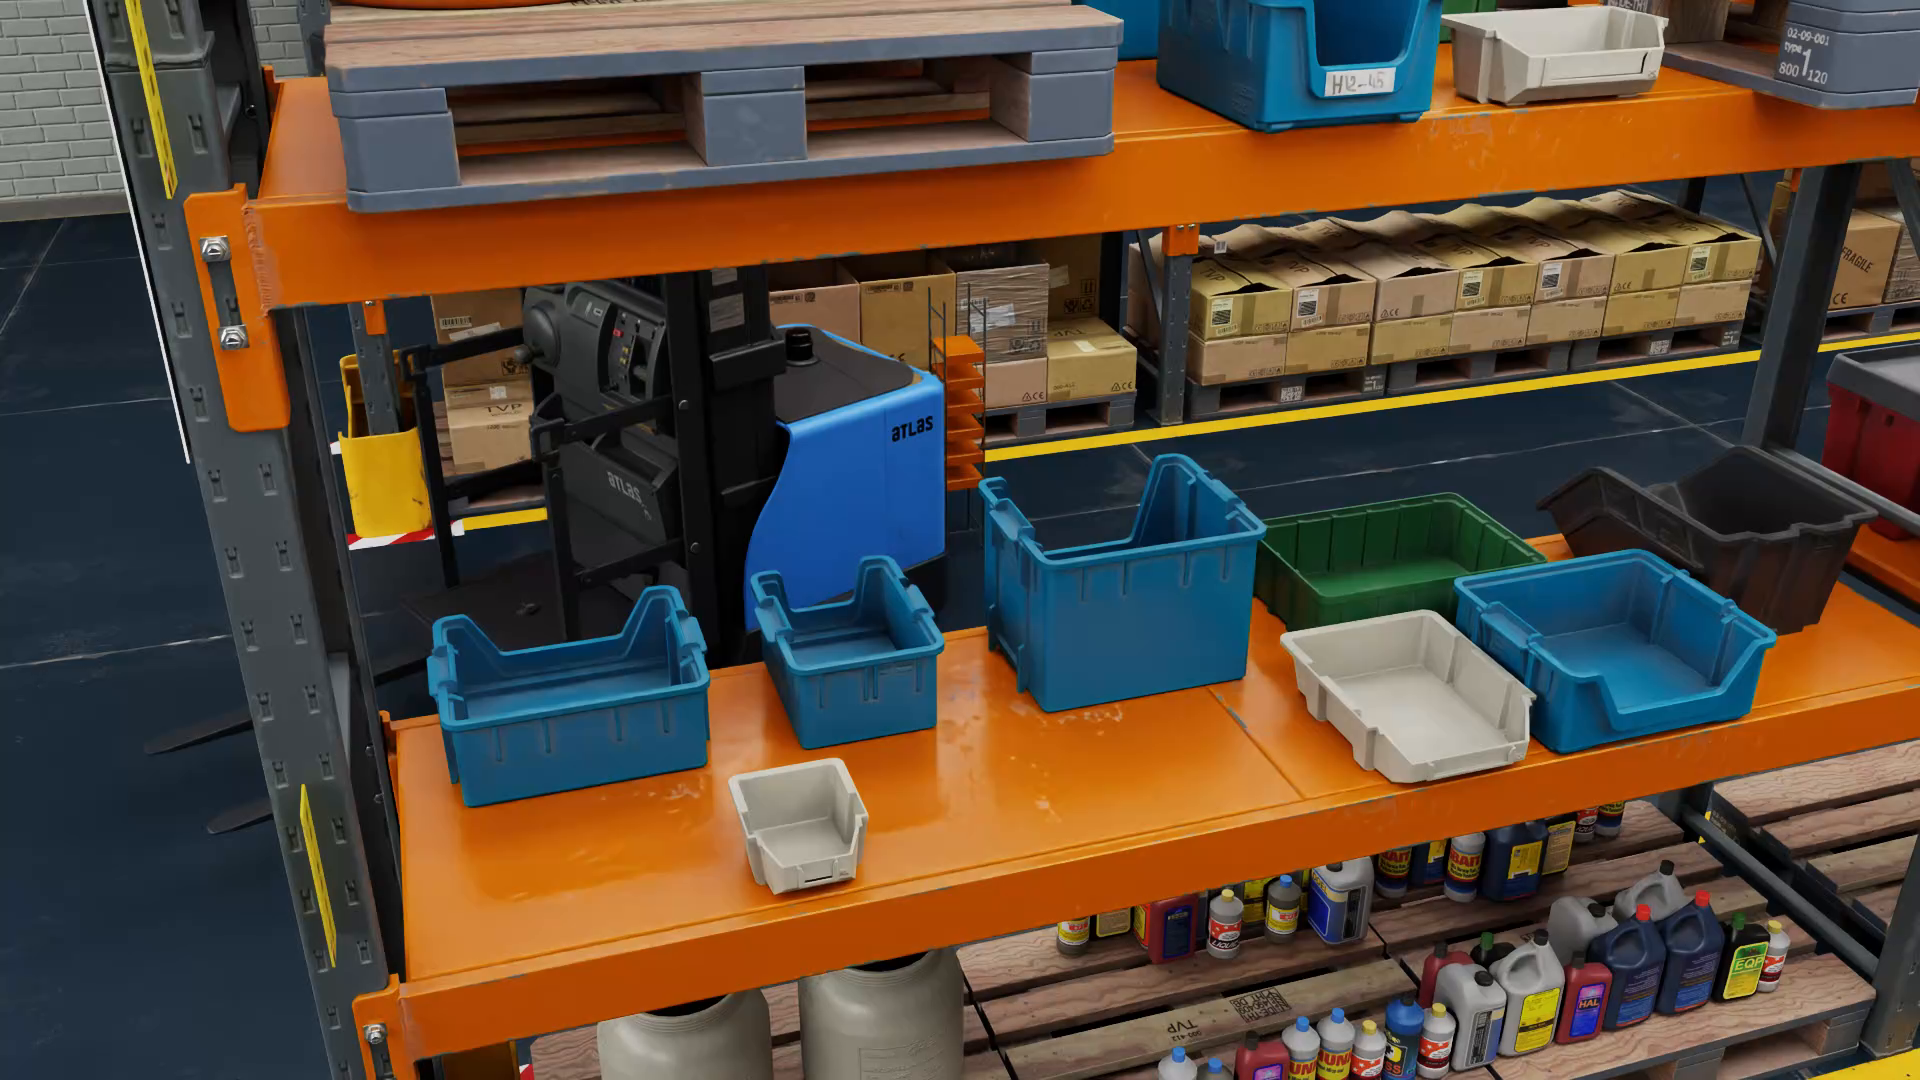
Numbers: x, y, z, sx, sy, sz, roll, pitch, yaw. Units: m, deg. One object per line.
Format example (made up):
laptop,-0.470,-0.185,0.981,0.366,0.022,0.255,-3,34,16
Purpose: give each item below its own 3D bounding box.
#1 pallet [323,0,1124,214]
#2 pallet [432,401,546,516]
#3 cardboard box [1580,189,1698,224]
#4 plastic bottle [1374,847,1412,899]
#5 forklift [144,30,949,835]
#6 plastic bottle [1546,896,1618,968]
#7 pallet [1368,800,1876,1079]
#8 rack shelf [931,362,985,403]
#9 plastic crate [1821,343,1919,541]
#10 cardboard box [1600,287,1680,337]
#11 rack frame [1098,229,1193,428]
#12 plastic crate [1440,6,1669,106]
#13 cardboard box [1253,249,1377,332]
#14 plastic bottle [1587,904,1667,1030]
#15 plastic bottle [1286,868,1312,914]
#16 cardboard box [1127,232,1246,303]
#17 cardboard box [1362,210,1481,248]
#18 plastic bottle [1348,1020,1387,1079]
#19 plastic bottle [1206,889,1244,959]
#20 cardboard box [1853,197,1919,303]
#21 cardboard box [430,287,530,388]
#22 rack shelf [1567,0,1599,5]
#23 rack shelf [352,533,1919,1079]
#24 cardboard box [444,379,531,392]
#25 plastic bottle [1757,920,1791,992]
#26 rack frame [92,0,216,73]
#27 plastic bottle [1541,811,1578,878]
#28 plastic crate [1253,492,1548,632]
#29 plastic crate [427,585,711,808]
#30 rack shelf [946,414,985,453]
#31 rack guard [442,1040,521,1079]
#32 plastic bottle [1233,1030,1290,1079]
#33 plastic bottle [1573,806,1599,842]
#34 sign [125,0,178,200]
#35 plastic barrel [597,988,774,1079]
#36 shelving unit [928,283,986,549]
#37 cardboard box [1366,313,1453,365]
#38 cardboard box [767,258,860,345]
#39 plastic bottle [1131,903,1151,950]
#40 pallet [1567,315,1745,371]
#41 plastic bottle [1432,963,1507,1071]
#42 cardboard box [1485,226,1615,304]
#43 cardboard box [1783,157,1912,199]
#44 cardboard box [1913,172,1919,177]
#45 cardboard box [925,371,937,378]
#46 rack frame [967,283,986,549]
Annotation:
pallet,-0.463,-0.856,2.940,1.213,0.211,1.003,-8,28,-16
pallet,-2.096,-0.493,8.506,1.213,0.211,1.003,-8,28,-16
cardboard box,4.208,-1.981,10.355,0.500,0.311,0.500,-7,27,-14
plastic bottle,1.320,0.948,5.041,0.097,0.271,0.097,0,26,0
forklift,-1.488,-0.724,5.912,3.031,2.935,1.130,-21,33,-36
plastic bottle,1.748,1.126,4.678,0.135,0.276,0.152,-8,28,-16
pallet,1.872,1.249,4.997,1.213,0.211,1.003,-8,28,-16
rack shelf,-0.014,-0.711,7.392,0.180,0.103,0.258,-8,28,-16
plastic crate,2.889,-0.300,4.909,0.583,0.464,0.402,-8,28,-16
cardboard box,3.883,-1.429,9.876,0.500,0.250,0.500,-9,28,-17
rack frame,0.993,-2.170,8.748,0.127,3.000,1.000,-8,28,-16
plastic crate,1.123,-0.909,3.130,0.396,0.136,0.243,-8,28,-16
cardboard box,1.941,-1.396,9.178,0.500,0.311,0.500,-9,28,-17
plastic bottle,1.818,1.151,4.542,0.185,0.351,0.144,-10,28,-19
plastic bottle,1.044,0.935,4.979,0.185,0.351,0.144,-8,28,-17
cardboard box,1.290,-1.555,9.498,0.500,0.311,0.500,-8,28,-16
cardboard box,2.737,-1.764,9.920,0.500,0.311,0.500,-9,28,-17
plastic bottle,1.056,1.339,4.331,0.097,0.201,0.097,0,26,0
plastic bottle,0.767,1.102,4.810,0.097,0.201,0.097,0,26,0
cardboard box,5.814,-1.815,10.348,0.500,0.500,0.500,-9,28,-18
cardboard box,-2.392,-1.111,8.392,0.500,0.500,0.500,-8,28,-16
rack shelf,5.161,-4.768,14.790,4.000,0.370,1.077,-8,28,-16
rack shelf,0.622,0.522,4.133,4.000,0.370,1.077,-8,28,-16
cardboard box,-2.392,-0.774,8.557,0.500,0.250,0.500,-8,28,-16
plastic bottle,2.275,1.163,4.686,0.097,0.201,0.097,0,26,0
rack frame,-1.280,-2.211,2.085,0.127,3.000,1.000,-8,28,-16
plastic bottle,1.820,0.904,5.116,0.133,0.283,0.061,-8,28,-16
plastic crate,1.146,0.087,4.439,0.662,0.188,0.450,-8,28,-16
plastic crate,-0.896,0.347,3.845,0.616,0.251,0.499,-8,28,-16
rack shelf,-0.014,-0.496,7.499,0.180,0.103,0.258,-8,28,-16
rack guard,-1.222,1.565,4.036,0.348,0.500,1.175,-8,28,-16
plastic bottle,0.762,1.354,4.209,0.133,0.283,0.061,-8,27,-15
plastic bottle,1.988,0.854,5.309,0.097,0.201,0.097,0,26,0
sign,-1.113,-0.639,2.280,0.005,0.325,0.100,-8,28,-16
plastic barrel,-0.677,1.279,4.126,0.421,0.512,0.421,0,26,0
shelving unit,-0.014,-0.535,7.479,0.189,1.200,0.258,-8,28,-16
cardboard box,2.432,-1.220,9.453,0.500,0.250,0.500,-9,28,-18
cardboard box,-0.804,-1.097,8.363,0.500,0.500,0.500,-8,28,-16
plastic bottle,0.579,1.037,4.856,0.135,0.276,0.152,-8,28,-16
pallet,4.002,-1.375,10.282,1.213,0.211,1.003,-8,28,-16
plastic bottle,1.355,1.250,4.427,0.135,0.276,0.152,-8,27,-15
cardboard box,3.402,-1.610,9.608,0.500,0.311,0.500,-8,28,-16
cardboard box,5.666,-2.372,10.627,0.500,0.250,0.500,-7,27,-14
cardboard box,6.603,-2.172,11.069,0.500,0.500,0.500,-9,28,-18
cardboard box,-0.329,-0.830,8.669,0.500,0.250,0.500,-8,28,-16
rack frame,0.073,-0.548,7.505,0.006,1.200,0.240,-8,28,-16
